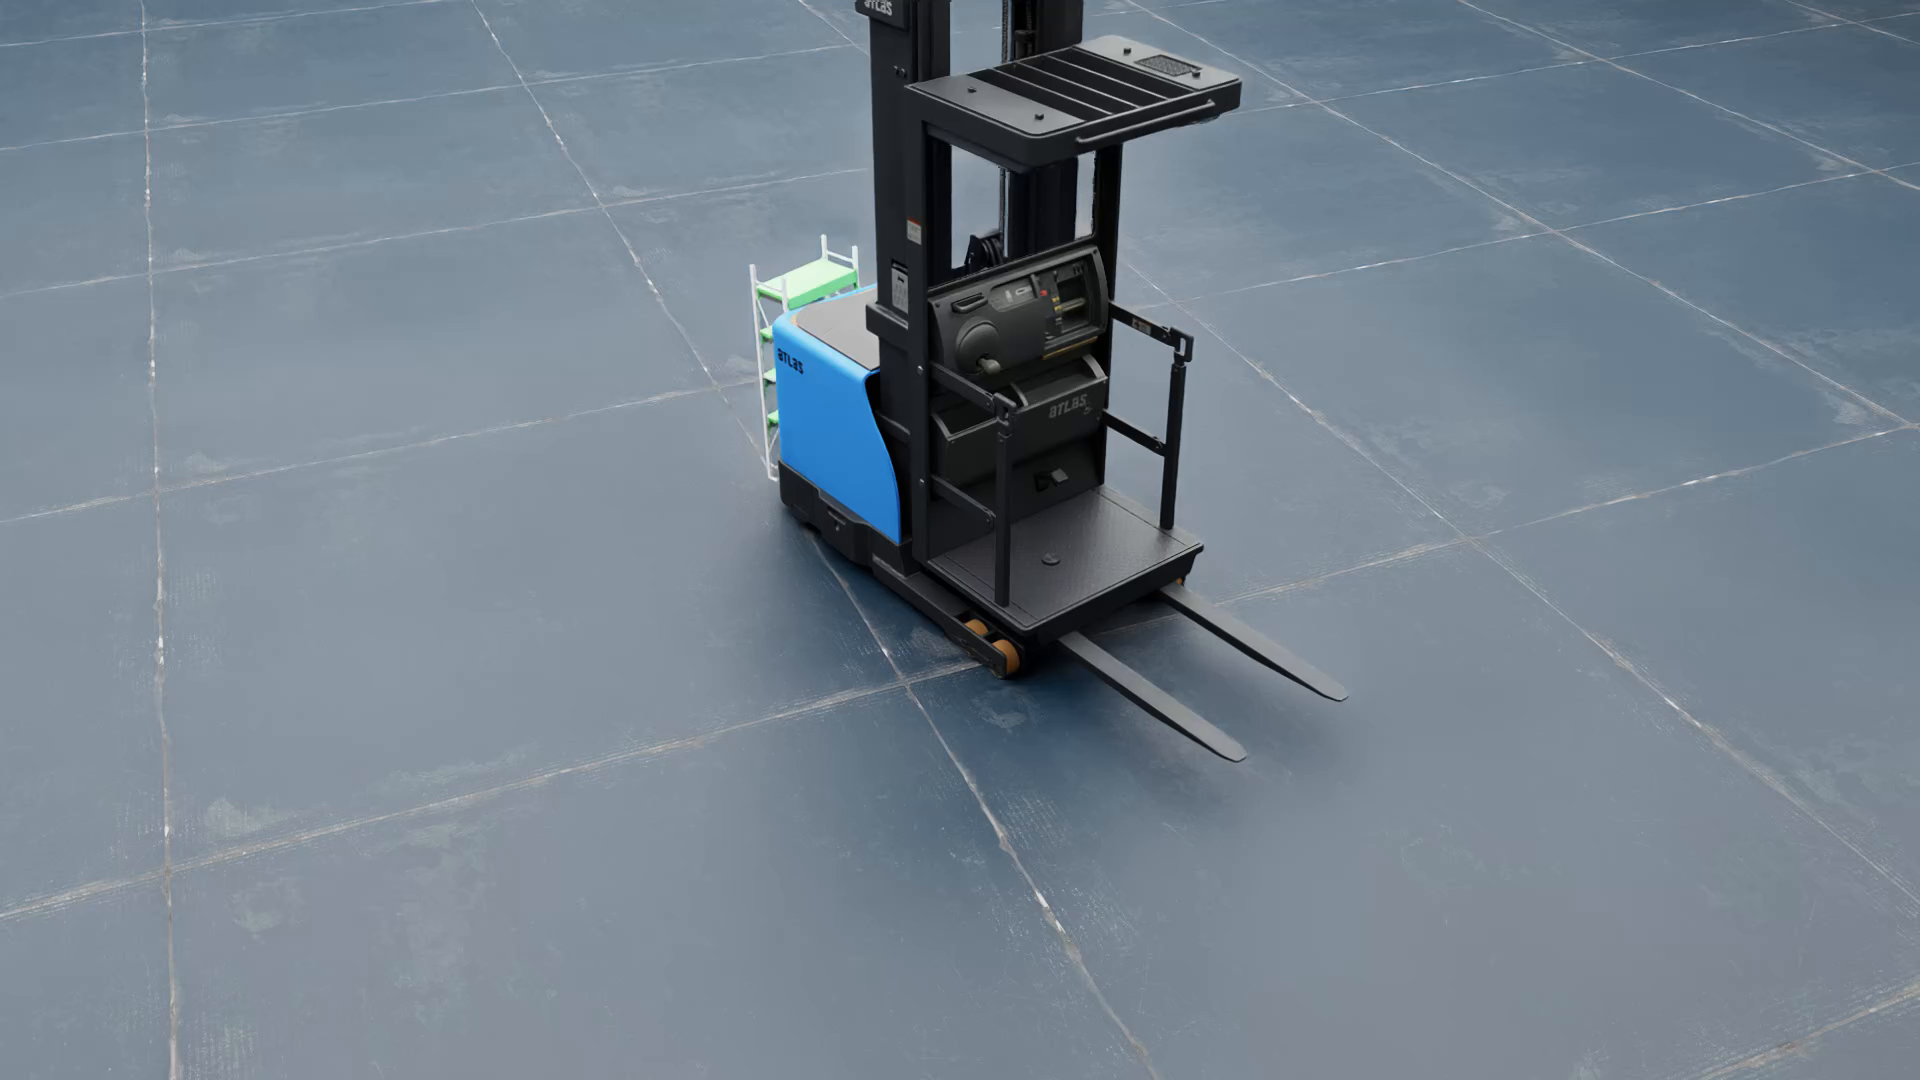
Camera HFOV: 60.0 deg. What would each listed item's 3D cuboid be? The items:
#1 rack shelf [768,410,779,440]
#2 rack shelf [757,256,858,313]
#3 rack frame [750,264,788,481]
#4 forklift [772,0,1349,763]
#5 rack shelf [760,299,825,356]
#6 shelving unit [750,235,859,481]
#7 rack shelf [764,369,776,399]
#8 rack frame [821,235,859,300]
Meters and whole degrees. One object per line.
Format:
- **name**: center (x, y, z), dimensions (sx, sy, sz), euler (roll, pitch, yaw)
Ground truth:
- **rack shelf**: center (-0.757, -0.638, 8.683), dimensions (0.258, 0.148, 0.480), euler (25, 40, 34)
- **rack shelf**: center (-0.766, -1.246, 8.297), dimensions (0.258, 0.148, 0.480), euler (25, 40, 34)
- **rack frame**: center (-0.922, -0.795, 8.367), dimensions (0.240, 1.200, 0.015), euler (25, 40, 34)
- **forklift**: center (0.400, -0.931, 6.993), dimensions (1.130, 2.935, 3.031), euler (-24, 40, -32)
- **rack shelf**: center (-0.763, -1.043, 8.426), dimensions (0.258, 0.148, 0.480), euler (25, 40, 34)
- **shelving unit**: center (-0.761, -0.895, 8.520), dimensions (0.258, 1.200, 0.503), euler (25, 40, 34)
- **rack shelf**: center (-0.760, -0.841, 8.554), dimensions (0.258, 0.148, 0.480), euler (25, 40, 34)
- **rack frame**: center (-0.599, -0.994, 8.674), dimensions (0.240, 1.200, 0.015), euler (25, 40, 34)
